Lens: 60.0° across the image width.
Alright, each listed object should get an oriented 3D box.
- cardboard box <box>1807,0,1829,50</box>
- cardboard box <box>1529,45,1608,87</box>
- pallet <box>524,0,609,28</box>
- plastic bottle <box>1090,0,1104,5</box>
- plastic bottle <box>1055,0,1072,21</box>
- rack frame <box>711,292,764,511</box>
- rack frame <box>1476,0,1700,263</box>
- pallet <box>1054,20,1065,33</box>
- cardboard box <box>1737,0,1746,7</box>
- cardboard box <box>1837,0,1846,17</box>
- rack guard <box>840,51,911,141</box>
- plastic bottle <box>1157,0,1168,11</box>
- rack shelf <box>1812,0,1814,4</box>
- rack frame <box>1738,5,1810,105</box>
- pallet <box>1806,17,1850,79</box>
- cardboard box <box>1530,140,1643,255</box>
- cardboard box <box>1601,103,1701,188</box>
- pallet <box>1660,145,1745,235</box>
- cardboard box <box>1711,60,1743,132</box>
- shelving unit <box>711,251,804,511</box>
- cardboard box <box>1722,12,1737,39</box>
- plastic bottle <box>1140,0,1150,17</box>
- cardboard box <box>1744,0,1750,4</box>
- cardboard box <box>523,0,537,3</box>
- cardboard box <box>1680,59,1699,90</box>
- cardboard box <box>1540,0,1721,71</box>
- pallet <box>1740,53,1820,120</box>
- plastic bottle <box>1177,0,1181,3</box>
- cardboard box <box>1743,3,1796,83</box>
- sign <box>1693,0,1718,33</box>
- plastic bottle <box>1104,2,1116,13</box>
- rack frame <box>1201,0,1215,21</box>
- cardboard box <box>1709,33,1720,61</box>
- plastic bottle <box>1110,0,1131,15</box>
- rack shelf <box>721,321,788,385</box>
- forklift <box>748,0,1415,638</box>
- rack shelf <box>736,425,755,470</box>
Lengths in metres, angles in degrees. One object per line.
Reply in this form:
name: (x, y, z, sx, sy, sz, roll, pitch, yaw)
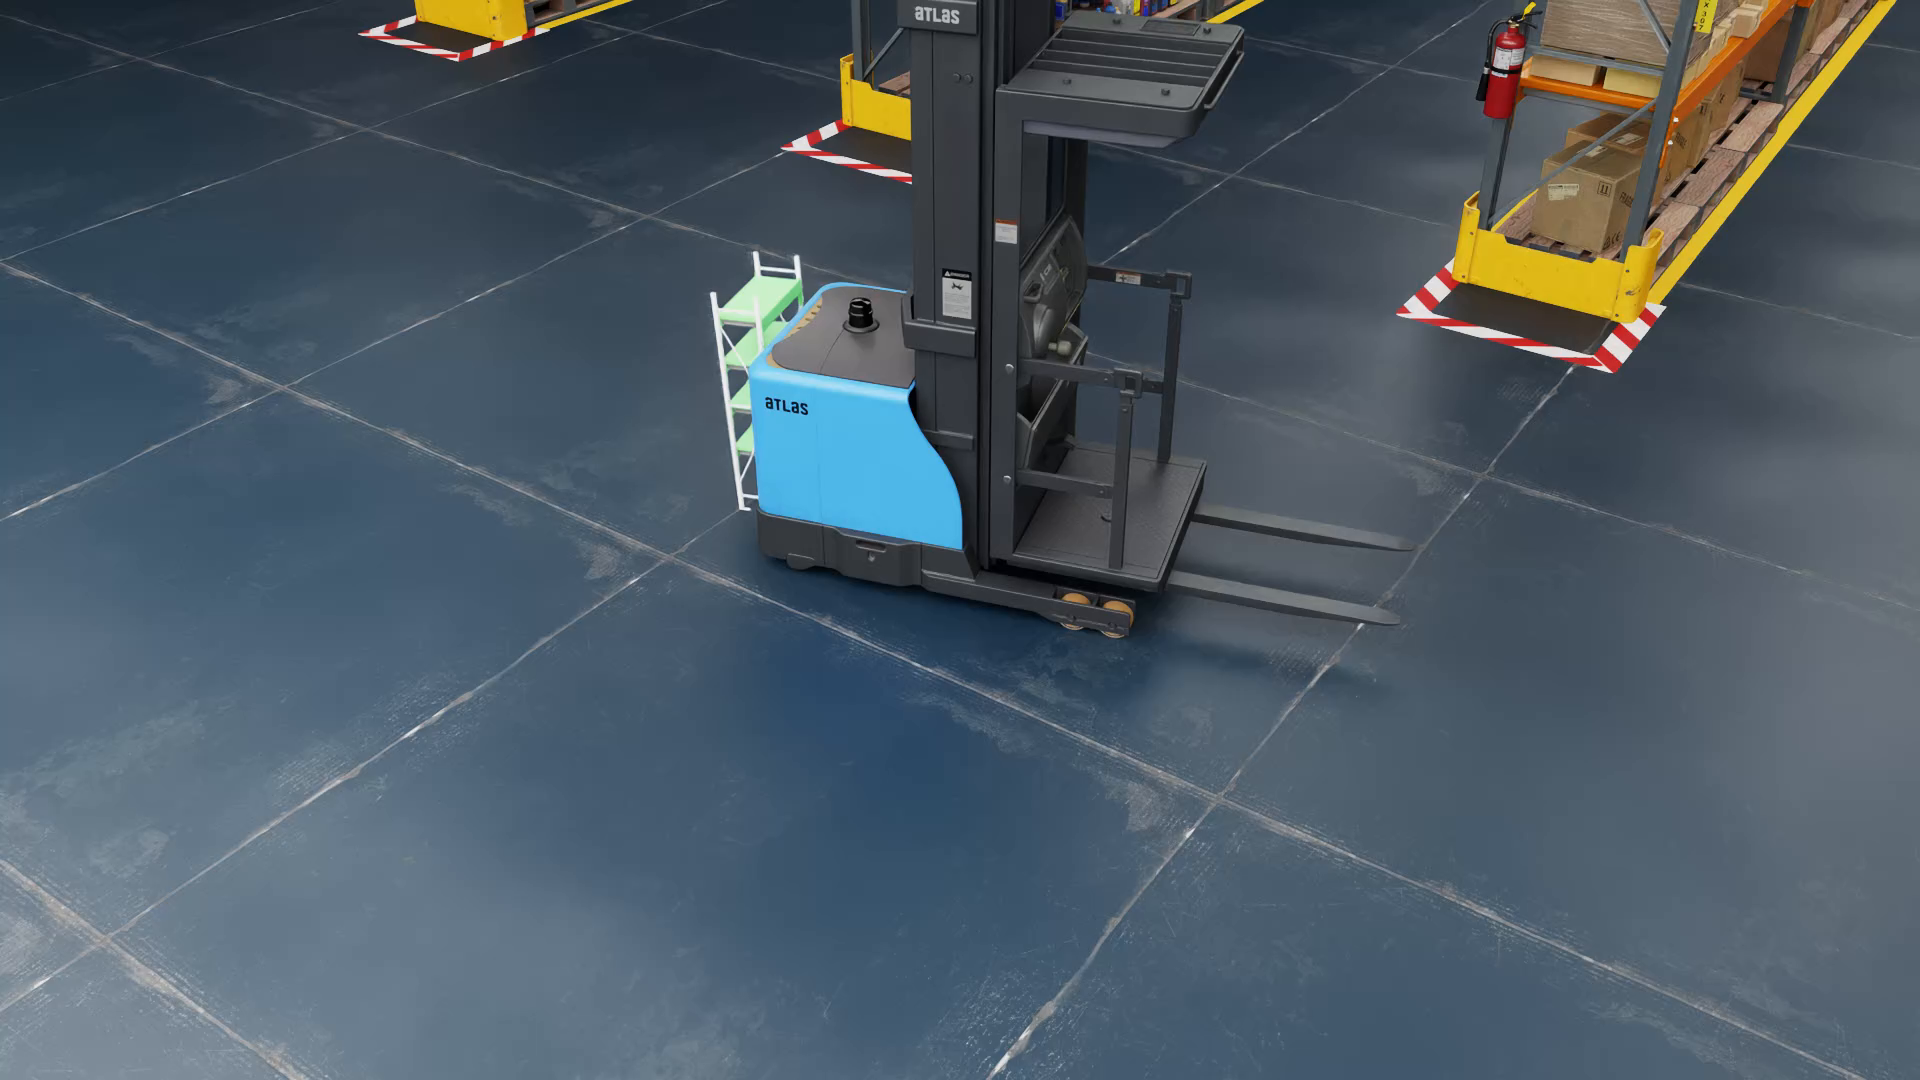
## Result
cardboard box: (6.945, -4.524, 14.101, 0.700, 0.500, 0.500, 18, 38, 24)
cardboard box: (3.684, -2.883, 10.059, 0.380, 0.149, 0.250, 21, 39, 28)
pallet: (-4.044, -5.166, 15.700, 1.003, 0.211, 1.213, 21, 39, 28)
plastic bottle: (1.220, -5.012, 14.956, 0.144, 0.351, 0.185, 21, 39, 28)
plastic bottle: (0.887, -4.709, 14.575, 0.152, 0.276, 0.135, 21, 39, 28)
rack frame: (-1.032, -0.645, 8.122, 0.240, 1.200, 0.015, 8, 35, 17)
rack frame: (3.691, -2.790, 9.698, 1.000, 3.000, 0.127, 21, 39, 28)
pallet: (0.790, -4.198, 14.269, 1.003, 0.211, 1.213, 21, 39, 28)
cardboard box: (4.829, -3.910, 10.999, 0.875, 0.500, 0.500, 21, 39, 28)
cardboard box: (7.581, -5.044, 14.870, 0.700, 0.500, 0.500, 18, 38, 24)
rack guard: (-0.374, -3.386, 12.811, 1.175, 0.500, 0.348, 21, 39, 28)
plastic bottle: (1.772, -4.909, 14.803, 0.144, 0.351, 0.185, 20, 39, 27)
rack shelf: (7.112, -5.253, 13.982, 1.077, 0.370, 4.000, 21, 39, 28)
rack frame: (5.971, -4.631, 12.420, 1.000, 3.000, 0.127, 21, 39, 28)
pallet: (7.109, -4.398, 14.565, 1.003, 0.211, 1.213, 21, 39, 28)
cardboard box: (4.060, -2.210, 10.697, 0.500, 0.500, 0.500, -29, 43, -35)
cardboard box: (4.746, -2.778, 11.537, 0.500, 0.500, 0.500, 25, 42, 32)
pallet: (4.922, -2.591, 11.893, 1.003, 0.211, 1.213, 21, 39, 28)
cardboard box: (5.390, -3.332, 12.356, 0.500, 0.500, 0.500, -23, 40, -30)
shelving unit: (-0.956, -0.775, 8.314, 0.258, 1.200, 0.503, 8, 35, 17)
cardboard box: (4.756, -3.318, 10.703, 0.380, 0.149, 0.250, 21, 39, 28)
plastic bottle: (1.604, -4.705, 14.561, 0.061, 0.283, 0.133, 24, 41, 31)
cardboard box: (5.018, -3.557, 11.057, 0.380, 0.149, 0.250, 21, 39, 28)
cardboard box: (-3.957, -5.166, 15.292, 0.500, 0.250, 0.500, 21, 39, 28)
cardboard box: (4.207, -2.850, 10.010, 0.380, 0.149, 0.250, 21, 39, 28)
cardboard box: (4.027, -3.199, 9.948, 0.875, 0.500, 0.500, 21, 39, 28)
pallet: (6.414, -3.834, 13.731, 1.003, 0.211, 1.213, 21, 39, 28)
plastic bottle: (1.952, -4.969, 15.026, 0.097, 0.201, 0.097, 0, 34, 0)
cardboard box: (6.339, -4.053, 13.404, 0.700, 0.500, 0.500, 18, 38, 25)
sign: (4.136, -2.975, 9.199, 0.100, 0.325, 0.005, 21, 39, 28)
plastic bottle: (1.280, -4.456, 14.204, 0.097, 0.271, 0.097, 0, 34, 0)
rack frame: (1.902, -6.213, 14.759, 1.000, 3.000, 0.127, 21, 39, 28)
cardboard box: (4.488, -3.082, 10.353, 0.380, 0.149, 0.250, 21, 39, 28)
plastic bottle: (1.383, -4.568, 14.365, 0.152, 0.276, 0.135, 22, 40, 29)
rack shelf: (-0.963, -0.922, 8.218, 0.258, 0.148, 0.480, 8, 35, 17)
forklift: (0.599, -1.103, 7.265, 3.031, 2.935, 1.130, 10, 35, 15)
rack shelf: (-0.943, -0.521, 8.481, 0.258, 0.148, 0.480, 8, 35, 17)
